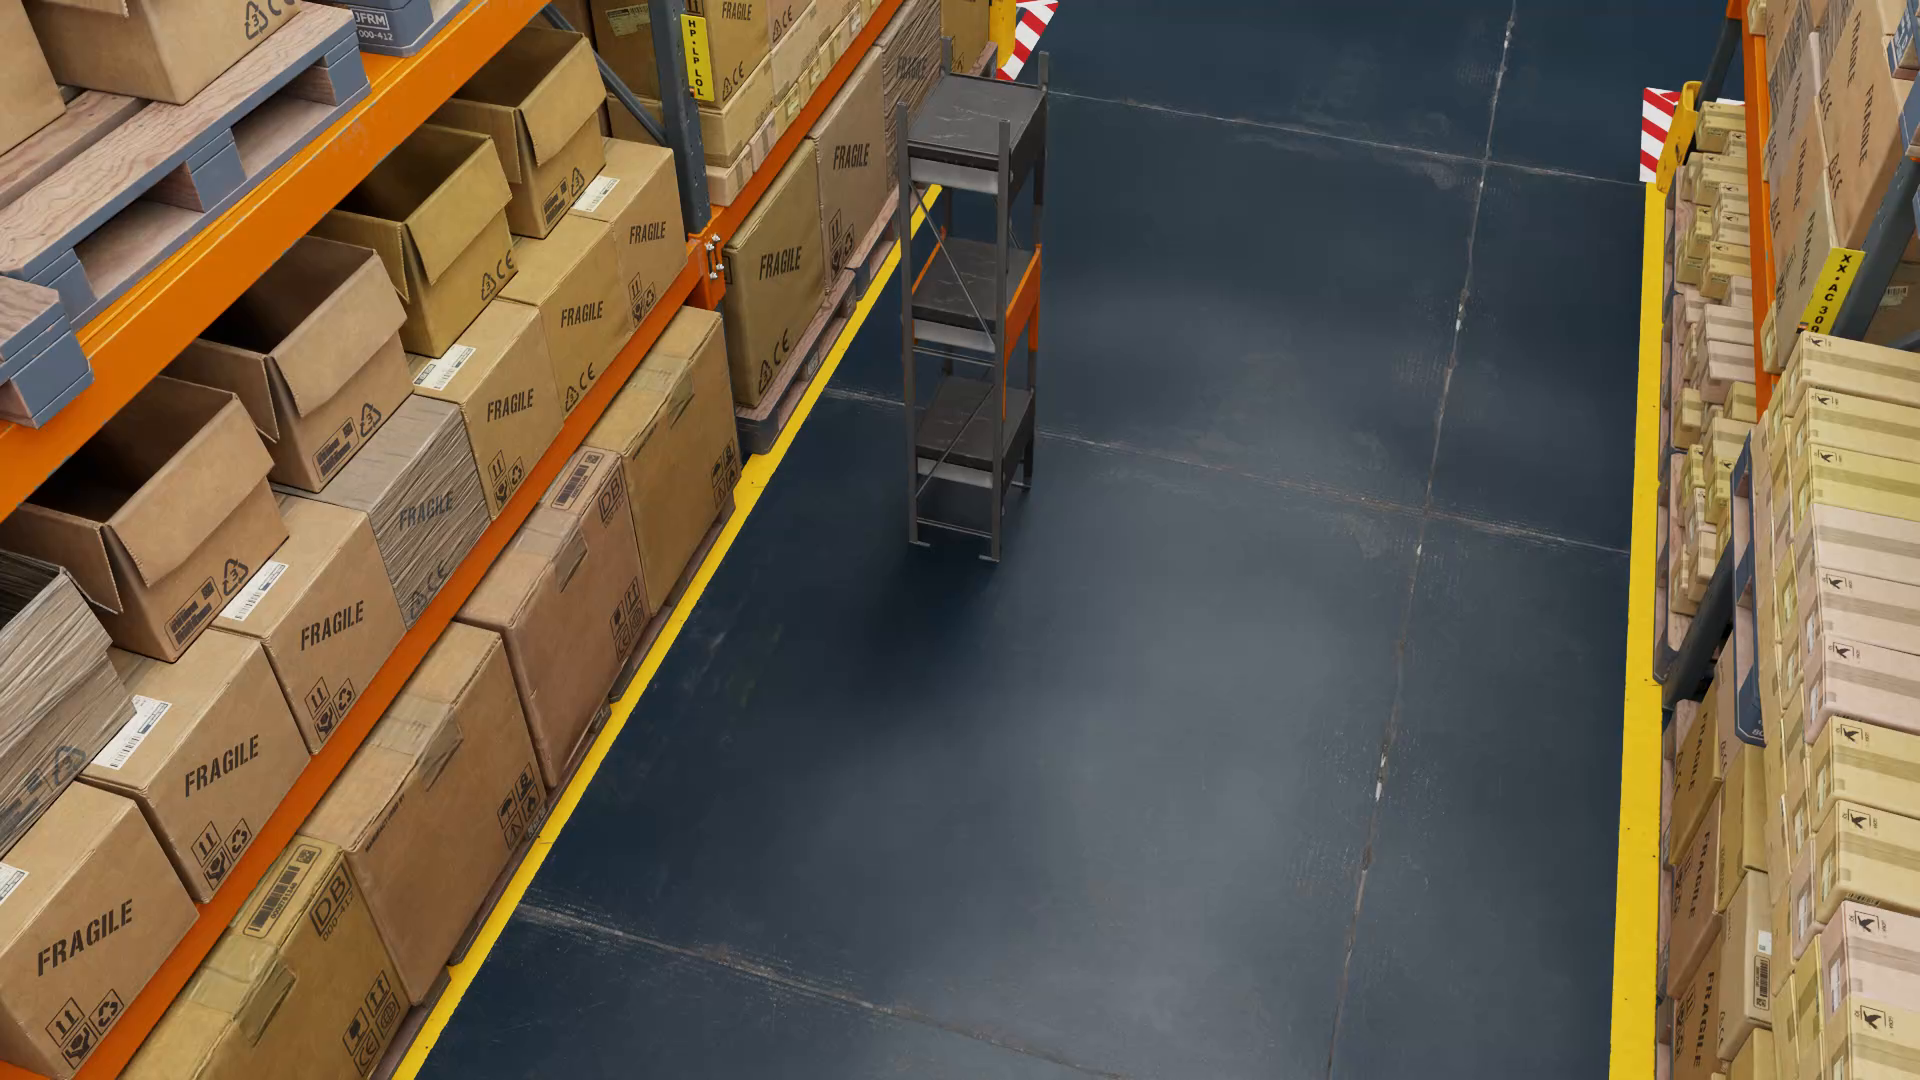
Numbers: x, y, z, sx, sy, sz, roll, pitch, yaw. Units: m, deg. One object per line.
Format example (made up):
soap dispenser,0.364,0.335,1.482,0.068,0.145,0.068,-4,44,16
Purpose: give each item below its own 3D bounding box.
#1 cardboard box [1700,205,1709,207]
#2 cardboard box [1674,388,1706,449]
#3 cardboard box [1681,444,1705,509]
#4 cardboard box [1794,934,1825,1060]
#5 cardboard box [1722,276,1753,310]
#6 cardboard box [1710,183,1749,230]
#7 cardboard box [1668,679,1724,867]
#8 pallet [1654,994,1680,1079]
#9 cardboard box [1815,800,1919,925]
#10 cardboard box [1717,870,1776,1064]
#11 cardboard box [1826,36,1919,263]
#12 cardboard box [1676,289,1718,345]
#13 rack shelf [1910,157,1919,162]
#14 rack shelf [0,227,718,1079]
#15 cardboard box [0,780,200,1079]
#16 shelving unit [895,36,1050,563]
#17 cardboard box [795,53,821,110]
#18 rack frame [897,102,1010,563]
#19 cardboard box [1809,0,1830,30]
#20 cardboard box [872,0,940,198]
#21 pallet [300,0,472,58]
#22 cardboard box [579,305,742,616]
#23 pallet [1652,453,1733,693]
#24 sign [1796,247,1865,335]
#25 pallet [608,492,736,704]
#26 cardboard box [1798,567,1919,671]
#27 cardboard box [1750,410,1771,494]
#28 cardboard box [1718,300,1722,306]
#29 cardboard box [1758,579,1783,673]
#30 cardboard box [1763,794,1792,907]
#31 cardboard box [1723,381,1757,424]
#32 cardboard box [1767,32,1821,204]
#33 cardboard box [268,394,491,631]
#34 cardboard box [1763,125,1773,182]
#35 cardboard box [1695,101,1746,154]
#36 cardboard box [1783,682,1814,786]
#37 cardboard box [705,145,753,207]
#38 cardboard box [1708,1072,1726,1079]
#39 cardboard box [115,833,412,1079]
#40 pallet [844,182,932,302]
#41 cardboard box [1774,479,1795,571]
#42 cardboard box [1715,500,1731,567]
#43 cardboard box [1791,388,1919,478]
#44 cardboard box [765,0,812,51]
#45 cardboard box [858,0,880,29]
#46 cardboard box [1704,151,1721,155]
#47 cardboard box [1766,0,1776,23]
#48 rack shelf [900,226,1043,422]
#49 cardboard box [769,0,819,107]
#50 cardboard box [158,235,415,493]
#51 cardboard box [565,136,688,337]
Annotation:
cardboard box,3.972,-1.670,8.449,0.380,0.149,0.250,12,46,12
cardboard box,3.333,-0.501,7.254,0.380,0.149,0.250,12,46,12
cardboard box,3.152,-0.226,6.761,0.380,0.149,0.250,11,45,11
cardboard box,2.040,1.042,3.606,0.380,0.149,0.250,12,46,12
cardboard box,3.589,-1.009,7.349,0.380,0.149,0.250,13,46,13
cardboard box,3.791,-1.546,7.897,0.380,0.149,0.250,10,45,11
cardboard box,2.749,0.834,5.639,0.500,0.500,0.500,14,46,14
pallet,2.623,1.986,4.969,1.003,0.211,1.213,13,46,13
cardboard box,2.119,0.762,3.679,0.380,0.149,0.250,15,46,14
cardboard box,2.432,1.260,4.667,0.500,0.250,0.500,14,46,14
cardboard box,3.110,-1.216,5.248,0.500,0.500,0.500,11,45,11
cardboard box,3.576,-1.018,7.783,0.380,0.149,0.250,10,45,11
rack shelf,2.619,0.172,3.198,1.077,0.370,4.000,13,46,13
rack shelf,-2.077,0.126,5.389,1.077,0.370,4.000,13,46,13
cardboard box,-2.276,0.900,4.013,0.500,0.500,0.500,14,46,14
shelving unit,0.050,-0.861,6.527,0.431,2.100,0.503,13,46,12
cardboard box,-0.828,-2.027,7.256,0.380,0.149,0.250,11,46,11
rack frame,-0.024,-0.698,6.361,0.400,2.100,0.015,13,46,12
cardboard box,3.571,-2.248,6.303,0.500,0.500,0.500,11,45,11
cardboard box,-0.653,-2.471,8.748,0.875,0.875,0.875,13,46,13
pallet,-1.702,-1.846,4.883,0.805,0.209,1.217,11,45,11
cardboard box,-1.646,-0.424,6.656,1.225,0.875,0.875,13,46,13
pallet,3.395,0.196,6.798,1.003,0.211,1.213,13,46,13
sign,2.706,-0.765,5.167,0.100,0.325,0.005,13,46,13
pallet,-1.633,0.063,6.934,1.003,0.211,1.213,13,46,13
cardboard box,2.354,0.240,4.213,0.380,0.149,0.250,12,46,12
cardboard box,2.667,-0.241,5.130,0.380,0.149,0.250,11,45,11
cardboard box,3.693,-1.068,7.621,0.380,0.149,0.250,15,46,15
cardboard box,2.433,0.278,4.600,0.380,0.149,0.250,13,46,13
cardboard box,2.198,0.798,4.068,0.380,0.149,0.250,11,45,11
cardboard box,3.346,-0.485,6.812,0.380,0.149,0.250,14,46,14
cardboard box,3.413,-1.547,6.301,0.500,0.500,0.500,12,46,12
cardboard box,-1.817,-0.119,5.054,0.500,0.500,0.500,13,46,13
cardboard box,3.493,-1.553,6.771,0.380,0.149,0.250,13,46,13
cardboard box,3.954,-2.079,8.441,0.380,0.149,0.250,11,45,11
cardboard box,2.275,0.528,4.131,0.380,0.149,0.250,12,46,12
cardboard box,-1.065,-1.501,6.718,0.380,0.149,0.250,13,46,13
cardboard box,2.269,1.868,4.582,0.500,0.500,0.500,11,45,11
cardboard box,-2.454,1.356,4.837,1.225,0.875,0.875,11,45,11
pallet,-0.799,-1.773,8.810,1.003,0.211,1.213,13,46,12
cardboard box,2.513,-0.002,4.673,0.380,0.149,0.250,14,46,13
cardboard box,3.085,0.018,6.299,0.380,0.149,0.250,14,46,14
cardboard box,2.589,-0.266,4.731,0.380,0.149,0.250,14,46,14
cardboard box,-0.926,-2.376,6.791,0.500,0.500,0.500,13,46,13
cardboard box,-0.594,-2.540,7.780,0.380,0.149,0.250,11,46,11
cardboard box,4.033,-1.955,8.527,0.380,0.149,0.250,14,46,14
cardboard box,3.899,-2.551,7.327,0.500,0.500,0.500,13,46,13
rack shelf,0.050,-0.851,6.537,0.431,0.518,0.480,13,46,12
cardboard box,-0.924,-2.105,7.050,0.500,0.250,0.500,12,46,12
cardboard box,-2.049,-0.558,4.786,0.797,0.503,0.637,14,46,14
cardboard box,-1.353,-1.130,6.088,0.500,0.500,0.500,13,46,13
